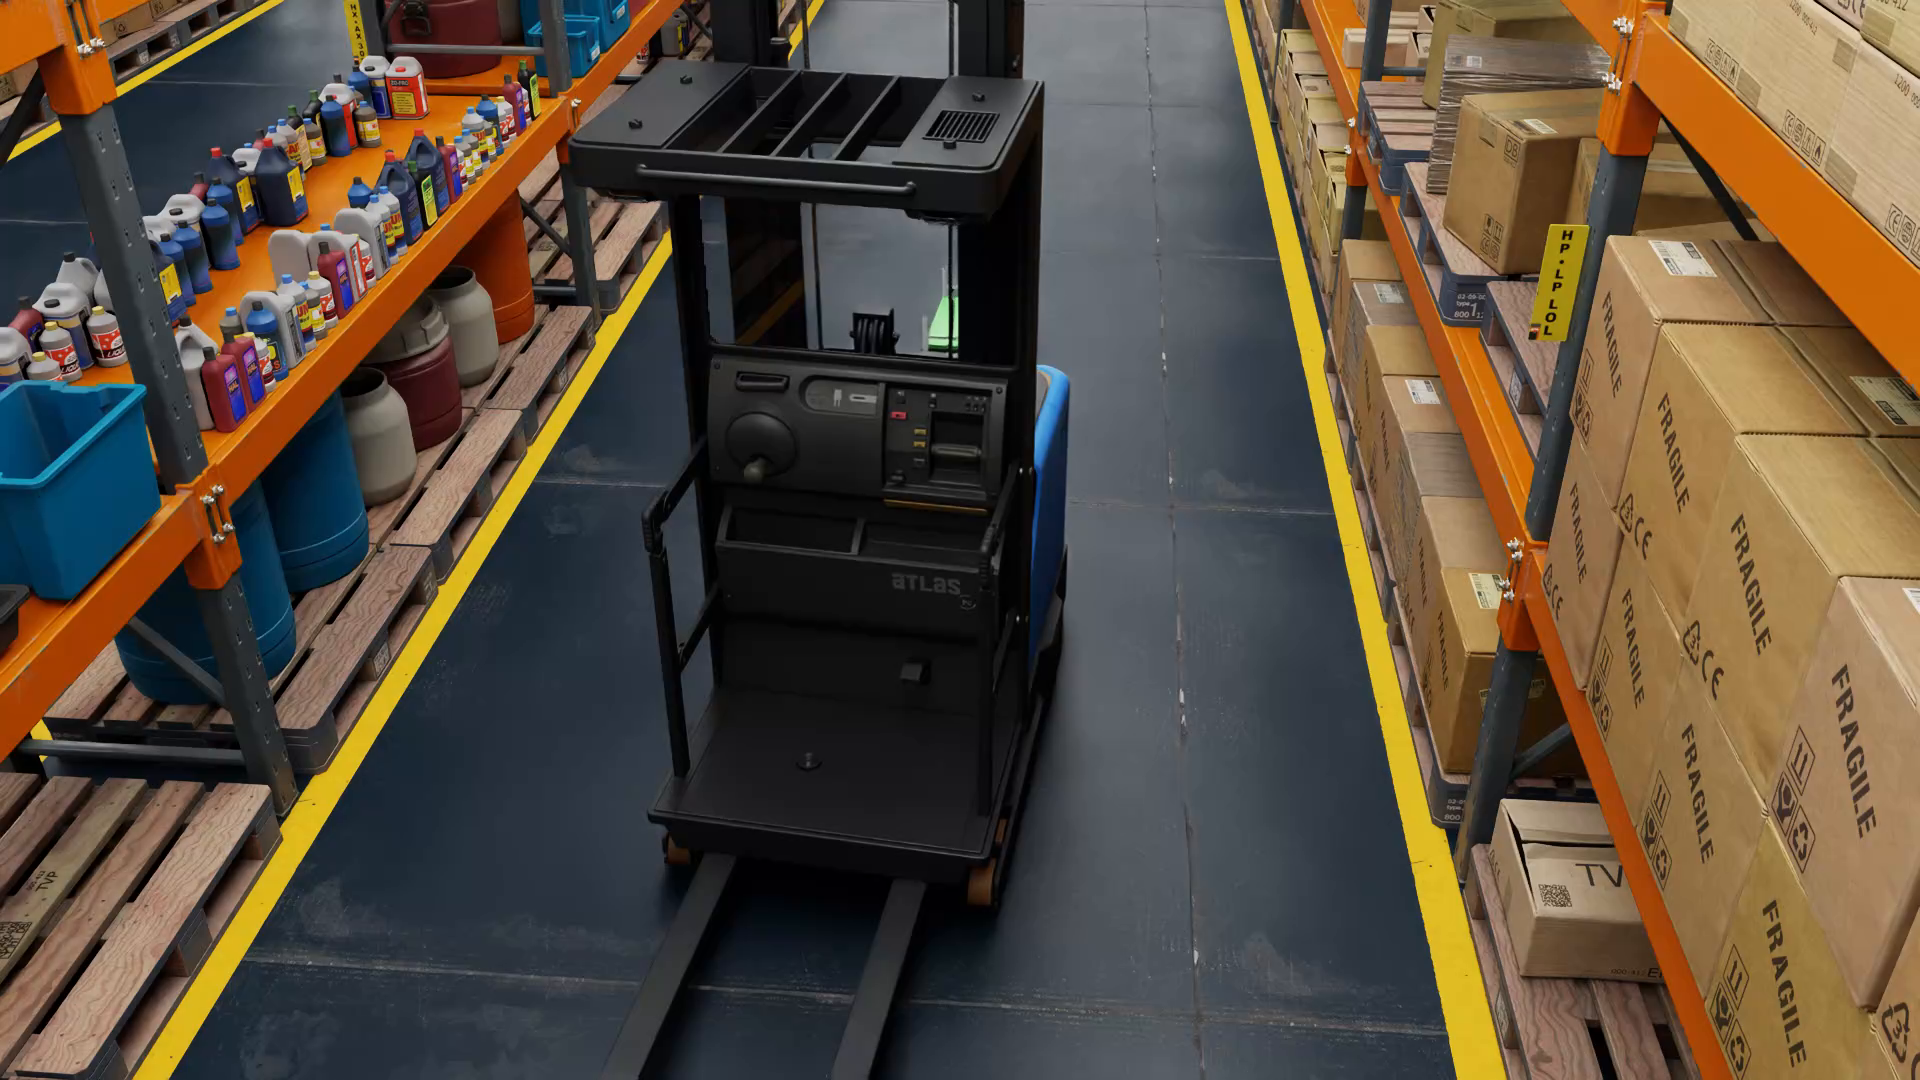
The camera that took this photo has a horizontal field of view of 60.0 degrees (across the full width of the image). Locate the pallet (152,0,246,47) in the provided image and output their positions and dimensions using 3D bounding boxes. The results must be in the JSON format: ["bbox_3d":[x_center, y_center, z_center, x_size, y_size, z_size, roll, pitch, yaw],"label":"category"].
[{"bbox_3d":[-6.976,-4.574,14.471,1.003,0.211,1.213,2,32,4],"label":"pallet"}]

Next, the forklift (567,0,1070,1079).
[{"bbox_3d":[-0.359,-0.281,4.912,1.130,2.935,3.031,6,32,9],"label":"forklift"}]

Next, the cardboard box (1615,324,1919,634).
[{"bbox_3d":[1.769,-0.124,3.544,0.500,0.500,0.500,2,32,2],"label":"cardboard box"}]

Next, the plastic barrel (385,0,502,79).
[{"bbox_3d":[-2.745,-2.779,8.771,0.600,0.536,0.708,2,32,4],"label":"plastic barrel"}]

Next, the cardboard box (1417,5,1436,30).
[{"bbox_3d":[2.721,-2.673,8.814,0.500,0.311,0.500,2,32,3],"label":"cardboard box"}]

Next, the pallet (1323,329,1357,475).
[{"bbox_3d":[2.357,-0.676,8.146,1.003,0.211,1.213,2,32,4],"label":"pallet"}]

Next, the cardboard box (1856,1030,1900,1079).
[{"bbox_3d":[1.654,1.111,2.493,0.500,0.500,0.500,3,32,4],"label":"cardboard box"}]

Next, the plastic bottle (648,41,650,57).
[{"bbox_3d":[-2.445,-3.854,12.814,0.061,0.283,0.133,4,32,6],"label":"plastic bottle"}]

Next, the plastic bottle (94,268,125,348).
[{"bbox_3d":[-2.915,-0.841,5.803,0.144,0.351,0.185,2,32,4],"label":"plastic bottle"}]

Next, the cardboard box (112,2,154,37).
[{"bbox_3d":[-6.981,-4.391,13.498,0.500,0.500,0.500,13,34,19],"label":"cardboard box"}]

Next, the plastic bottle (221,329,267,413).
[{"bbox_3d":[-2.341,-0.567,5.423,0.061,0.283,0.133,2,32,4],"label":"plastic bottle"}]

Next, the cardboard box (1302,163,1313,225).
[{"bbox_3d":[2.337,-2.078,9.984,0.500,0.250,0.500,3,32,5],"label":"cardboard box"}]

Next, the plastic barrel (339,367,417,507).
[{"bbox_3d":[-2.553,-0.439,7.074,0.421,0.512,0.421,0,32,0],"label":"plastic barrel"}]

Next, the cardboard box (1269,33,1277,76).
[{"bbox_3d":[2.601,-3.604,12.459,0.500,0.250,0.500,2,32,4],"label":"cardboard box"}]

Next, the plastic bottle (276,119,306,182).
[{"bbox_3d":[-2.943,-1.706,7.282,0.097,0.271,0.097,0,32,0],"label":"plastic bottle"}]

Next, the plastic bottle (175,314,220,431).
[{"bbox_3d":[-2.452,-0.544,5.321,0.144,0.351,0.185,2,32,4],"label":"plastic bottle"}]

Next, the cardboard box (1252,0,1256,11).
[{"bbox_3d":[2.763,-4.649,14.156,0.500,0.250,0.500,2,32,4],"label":"cardboard box"}]

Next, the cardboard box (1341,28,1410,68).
[{"bbox_3d":[2.253,-2.627,8.893,0.380,0.149,0.250,2,32,4],"label":"cardboard box"}]

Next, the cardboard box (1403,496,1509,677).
[{"bbox_3d":[1.933,0.188,6.049,0.500,0.500,0.500,3,32,4],"label":"cardboard box"}]

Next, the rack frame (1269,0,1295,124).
[{"bbox_3d":[2.781,-4.344,11.439,1.000,3.000,0.127,2,32,4],"label":"rack frame"}]

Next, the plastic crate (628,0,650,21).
[{"bbox_3d":[-2.045,-3.325,9.725,0.402,0.464,0.583,2,32,4],"label":"plastic crate"}]

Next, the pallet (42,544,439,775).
[{"bbox_3d":[-2.703,0.412,6.381,1.003,0.211,1.213,2,32,4],"label":"pallet"}]

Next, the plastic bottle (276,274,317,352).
[{"bbox_3d":[-2.323,-0.796,5.805,0.097,0.271,0.097,0,32,0],"label":"plastic bottle"}]

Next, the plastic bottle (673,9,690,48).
[{"bbox_3d":[-2.225,-4.041,13.125,0.152,0.276,0.135,2,32,4],"label":"plastic bottle"}]

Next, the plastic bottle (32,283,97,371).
[{"bbox_3d":[-3.067,-0.732,5.697,0.152,0.276,0.135,2,32,4],"label":"plastic bottle"}]

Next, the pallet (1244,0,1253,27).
[{"bbox_3d":[3.086,-4.846,14.913,1.003,0.211,1.213,2,32,4],"label":"pallet"}]

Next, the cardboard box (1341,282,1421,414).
[{"bbox_3d":[2.096,-0.875,7.774,0.500,0.500,0.500,1,32,2],"label":"cardboard box"}]

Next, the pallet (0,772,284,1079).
[{"bbox_3d":[-2.828,1.199,5.103,1.003,0.211,1.213,2,32,4],"label":"pallet"}]

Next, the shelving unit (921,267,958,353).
[{"bbox_3d":[0.015,-0.460,6.853,0.258,1.200,0.503,5,32,7],"label":"shelving unit"}]

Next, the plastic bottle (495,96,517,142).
[{"bbox_3d":[-2.135,-1.971,7.778,0.097,0.201,0.097,0,32,0],"label":"plastic bottle"}]

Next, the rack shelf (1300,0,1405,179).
[{"bbox_3d":[2.618,-2.991,9.931,1.077,0.370,4.000,2,32,4],"label":"rack shelf"}]

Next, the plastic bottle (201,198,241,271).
[{"bbox_3d":[-2.871,-1.190,6.444,0.097,0.271,0.097,0,32,0],"label":"plastic bottle"}]

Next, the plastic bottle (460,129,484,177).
[{"bbox_3d":[-2.175,-1.716,7.365,0.097,0.201,0.097,0,32,0],"label":"plastic bottle"}]

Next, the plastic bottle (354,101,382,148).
[{"bbox_3d":[-2.750,-1.931,7.713,0.097,0.201,0.097,0,32,0],"label":"plastic bottle"}]

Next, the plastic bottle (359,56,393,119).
[{"bbox_3d":[-2.839,-2.200,8.079,0.152,0.276,0.135,2,32,4],"label":"plastic bottle"}]

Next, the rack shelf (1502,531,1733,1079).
[{"bbox_3d":[1.967,1.192,3.143,1.077,0.370,4.000,2,32,4],"label":"rack shelf"}]

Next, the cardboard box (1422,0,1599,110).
[{"bbox_3d":[2.516,-2.139,7.366,0.700,0.500,0.500,-8,33,-13],"label":"cardboard box"}]

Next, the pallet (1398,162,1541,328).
[{"bbox_3d":[2.302,-1.153,6.445,1.003,0.211,1.213,2,32,4],"label":"pallet"}]

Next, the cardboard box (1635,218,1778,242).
[{"bbox_3d":[2.391,-0.620,4.901,0.700,0.500,0.500,-8,33,-13],"label":"cardboard box"}]

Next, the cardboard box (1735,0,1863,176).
[{"bbox_3d":[1.799,-0.868,3.084,0.500,0.250,0.500,2,32,4],"label":"cardboard box"}]

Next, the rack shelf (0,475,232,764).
[{"bbox_3d":[-2.970,0.978,3.489,1.077,0.370,4.000,2,32,4],"label":"rack shelf"}]

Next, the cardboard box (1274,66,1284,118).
[{"bbox_3d":[2.501,-3.151,11.725,0.500,0.250,0.500,2,32,3],"label":"cardboard box"}]

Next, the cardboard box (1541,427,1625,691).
[{"bbox_3d":[1.817,0.052,4.211,0.500,0.500,0.500,3,32,5],"label":"cardboard box"}]

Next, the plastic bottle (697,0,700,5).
[{"bbox_3d":[-2.288,-4.740,14.263,0.097,0.271,0.097,0,32,0],"label":"plastic bottle"}]

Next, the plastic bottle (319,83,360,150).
[{"bbox_3d":[-2.876,-1.958,7.687,0.152,0.276,0.135,2,32,4],"label":"plastic bottle"}]

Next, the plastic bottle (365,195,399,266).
[{"bbox_3d":[-2.259,-1.210,6.477,0.097,0.271,0.097,0,32,0],"label":"plastic bottle"}]

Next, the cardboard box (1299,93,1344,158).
[{"bbox_3d":[2.375,-2.581,10.265,0.500,0.311,0.500,3,32,5],"label":"cardboard box"}]

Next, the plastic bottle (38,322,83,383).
[{"bbox_3d":[-3.043,-0.638,5.616,0.097,0.201,0.097,0,32,0],"label":"plastic bottle"}]

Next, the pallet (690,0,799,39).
[{"bbox_3d":[-1.963,-4.359,14.122,1.003,0.211,1.213,2,32,4],"label":"pallet"}]

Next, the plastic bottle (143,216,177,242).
[{"bbox_3d":[-3.015,-1.066,6.239,0.152,0.276,0.135,2,32,4],"label":"plastic bottle"}]

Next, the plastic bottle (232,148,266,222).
[{"bbox_3d":[-2.952,-1.475,6.903,0.152,0.276,0.135,2,32,4],"label":"plastic bottle"}]

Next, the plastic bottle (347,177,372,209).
[{"bbox_3d":[-2.386,-1.318,6.652,0.097,0.271,0.097,0,32,0],"label":"plastic bottle"}]

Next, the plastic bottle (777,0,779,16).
[{"bbox_3d":[-1.602,-4.494,13.860,0.152,0.276,0.135,2,32,3],"label":"plastic bottle"}]
